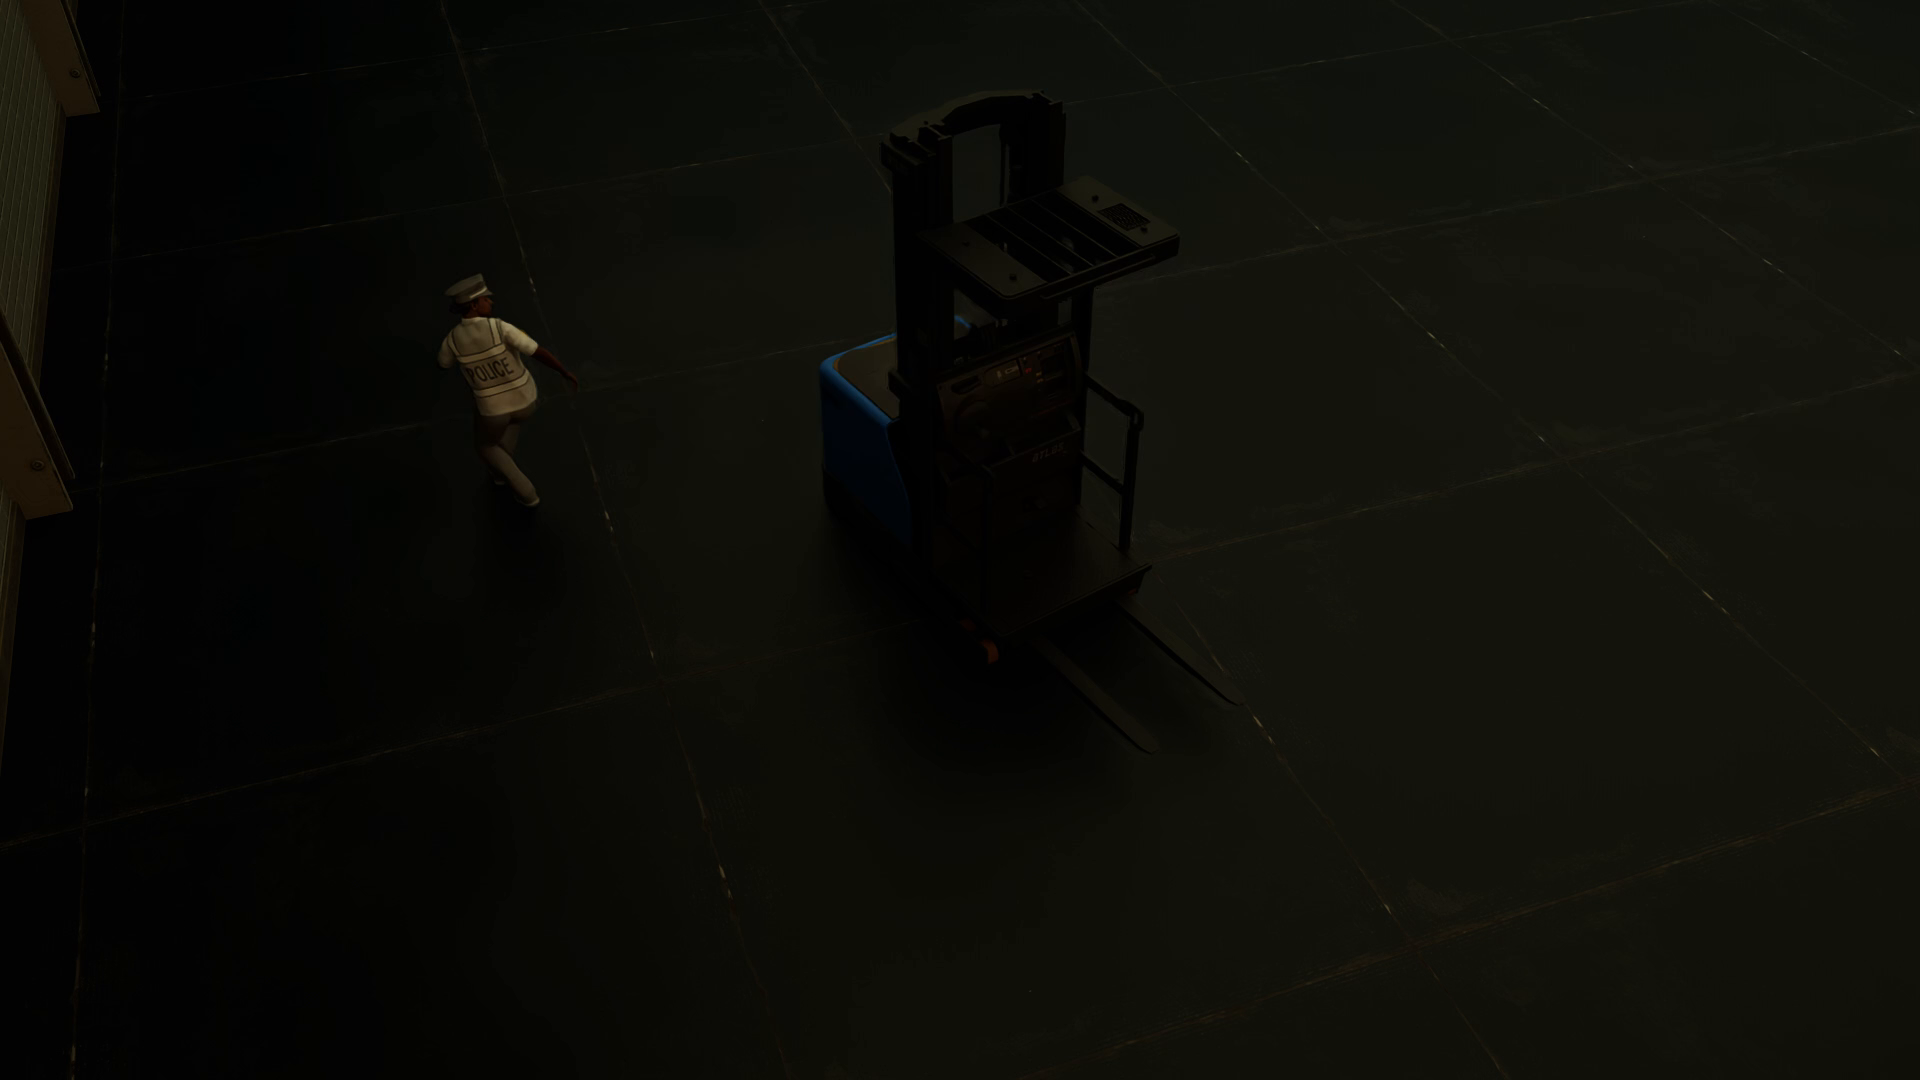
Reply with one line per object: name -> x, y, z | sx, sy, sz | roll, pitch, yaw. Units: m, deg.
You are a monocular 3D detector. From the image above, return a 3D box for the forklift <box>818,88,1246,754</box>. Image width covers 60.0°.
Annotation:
forklift -> 0.396, -0.765, 8.907 | 1.130, 2.935, 3.031 | -24, 46, -26

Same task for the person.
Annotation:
person -> -2.775, -0.961, 10.234 | 0.785, 1.555, 0.817 | -16, 43, -19
